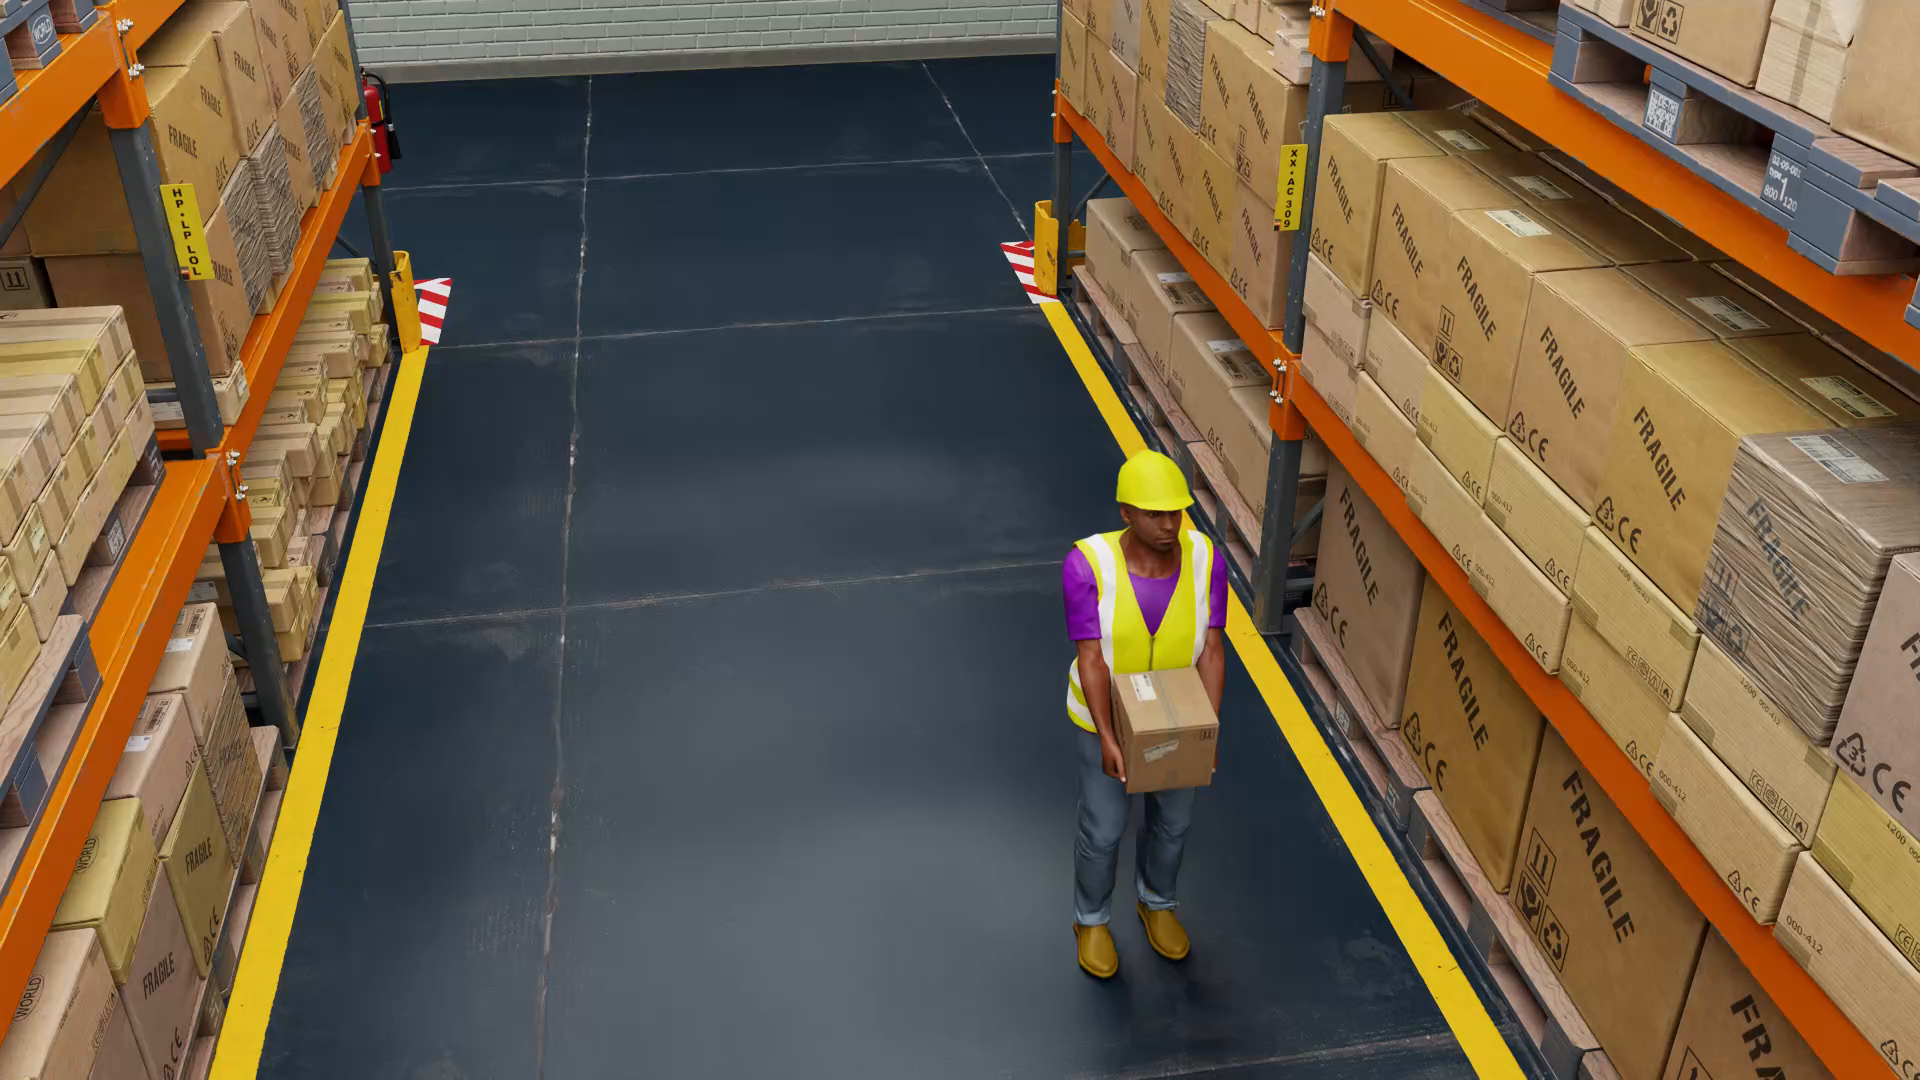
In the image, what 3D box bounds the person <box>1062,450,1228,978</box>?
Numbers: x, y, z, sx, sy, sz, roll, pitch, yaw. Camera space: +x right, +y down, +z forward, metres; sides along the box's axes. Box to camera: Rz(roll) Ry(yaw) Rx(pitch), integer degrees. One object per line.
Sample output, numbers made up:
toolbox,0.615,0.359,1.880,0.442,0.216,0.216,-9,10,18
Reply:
person,0.577,0.593,5.108,0.503,1.760,0.577,-5,31,-8
